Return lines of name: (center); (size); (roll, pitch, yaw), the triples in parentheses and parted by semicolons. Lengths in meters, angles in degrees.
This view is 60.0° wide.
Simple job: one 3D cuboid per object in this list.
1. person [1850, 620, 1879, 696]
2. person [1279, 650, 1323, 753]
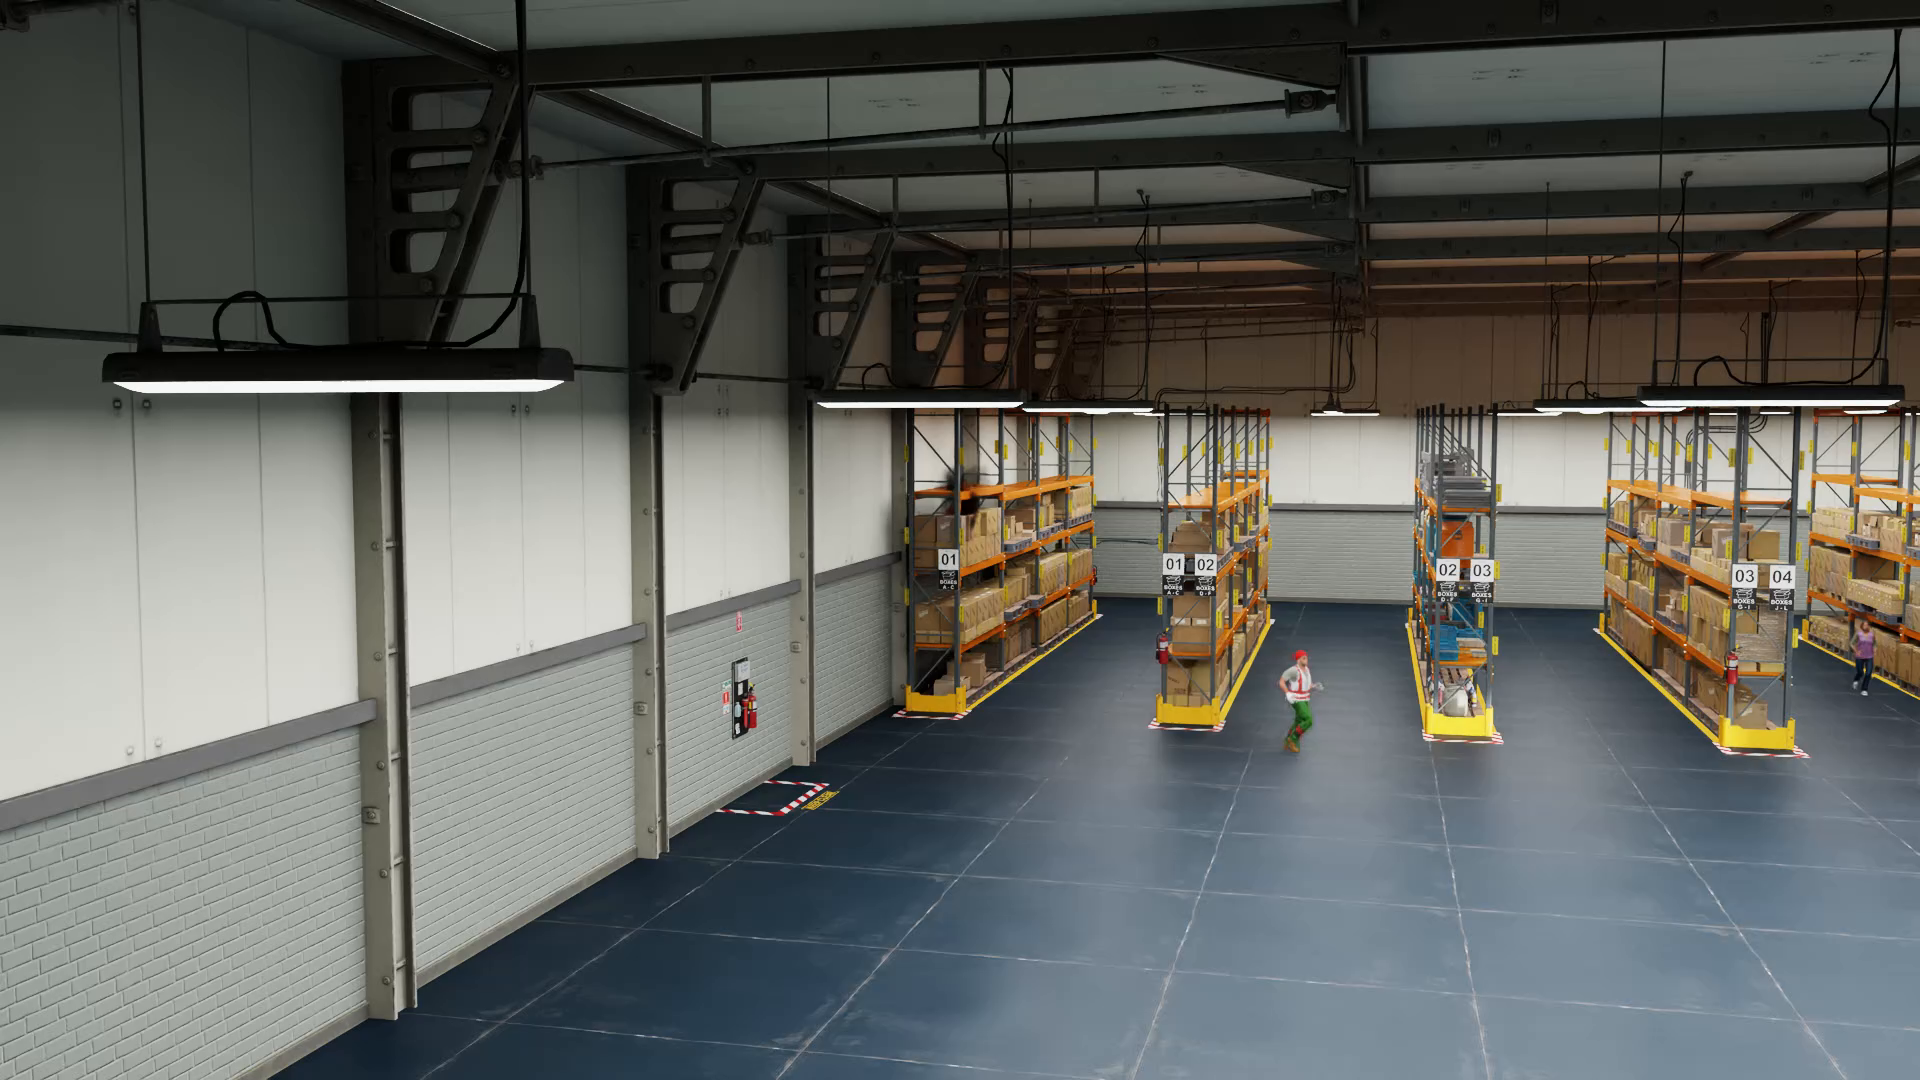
person: (18.744, 2.438, 34.471); (0.537, 1.547, 0.564); (1, 4, 15)
person: (5.869, 2.764, 28.466); (0.657, 1.762, 0.625); (3, 5, 40)
